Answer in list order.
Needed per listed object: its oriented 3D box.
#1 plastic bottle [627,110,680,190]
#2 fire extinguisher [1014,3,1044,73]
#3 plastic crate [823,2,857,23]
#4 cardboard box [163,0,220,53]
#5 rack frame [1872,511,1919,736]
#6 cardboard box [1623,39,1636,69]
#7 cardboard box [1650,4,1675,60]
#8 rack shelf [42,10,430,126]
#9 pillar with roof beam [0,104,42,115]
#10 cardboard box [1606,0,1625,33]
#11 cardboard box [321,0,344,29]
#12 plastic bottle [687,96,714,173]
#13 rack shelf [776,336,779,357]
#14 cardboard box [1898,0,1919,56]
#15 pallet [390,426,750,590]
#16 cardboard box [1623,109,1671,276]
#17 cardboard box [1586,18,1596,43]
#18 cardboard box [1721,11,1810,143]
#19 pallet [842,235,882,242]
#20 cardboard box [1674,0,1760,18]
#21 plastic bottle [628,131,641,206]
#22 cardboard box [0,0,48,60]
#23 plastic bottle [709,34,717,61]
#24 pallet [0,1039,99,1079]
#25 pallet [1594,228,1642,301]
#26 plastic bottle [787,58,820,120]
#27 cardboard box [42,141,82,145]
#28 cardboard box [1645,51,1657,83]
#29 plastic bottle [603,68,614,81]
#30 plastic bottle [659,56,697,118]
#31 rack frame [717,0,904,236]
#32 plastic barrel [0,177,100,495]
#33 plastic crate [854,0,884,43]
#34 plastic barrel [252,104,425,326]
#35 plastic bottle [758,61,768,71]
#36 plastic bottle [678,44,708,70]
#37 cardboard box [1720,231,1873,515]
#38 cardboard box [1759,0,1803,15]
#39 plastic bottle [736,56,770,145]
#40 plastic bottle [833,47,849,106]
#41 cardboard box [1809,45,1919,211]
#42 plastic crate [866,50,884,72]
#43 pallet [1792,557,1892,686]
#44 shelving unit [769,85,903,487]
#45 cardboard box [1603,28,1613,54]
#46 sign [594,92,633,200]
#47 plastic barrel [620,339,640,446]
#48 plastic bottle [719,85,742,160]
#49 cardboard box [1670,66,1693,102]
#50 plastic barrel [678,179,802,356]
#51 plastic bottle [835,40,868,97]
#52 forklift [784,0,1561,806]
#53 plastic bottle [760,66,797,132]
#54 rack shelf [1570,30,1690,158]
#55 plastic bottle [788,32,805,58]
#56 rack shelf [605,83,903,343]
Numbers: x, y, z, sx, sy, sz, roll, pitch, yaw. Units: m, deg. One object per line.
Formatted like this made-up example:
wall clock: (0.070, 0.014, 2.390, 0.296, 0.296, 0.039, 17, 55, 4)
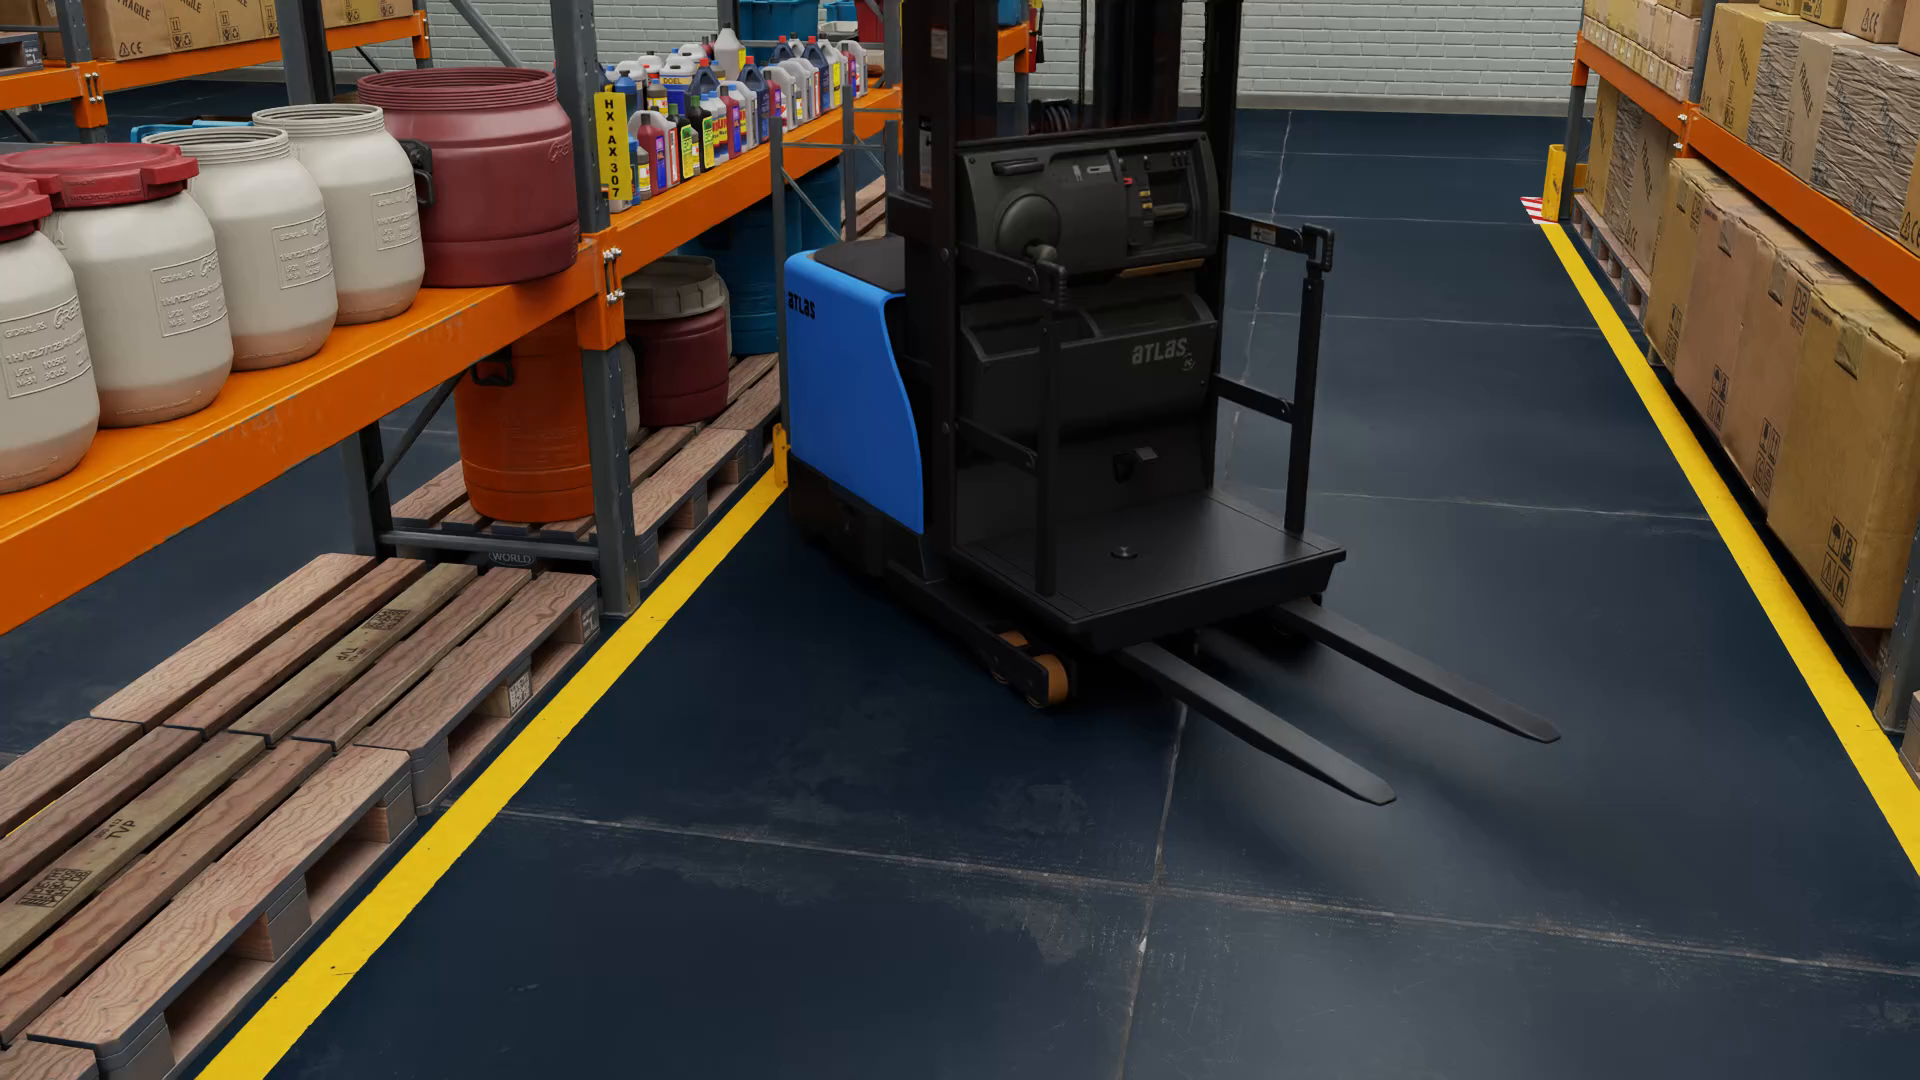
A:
plastic bottle: (-1.111, -1.423, 6.038, 0.152, 0.276, 0.135, 4, 22, 11)
fire extinguisher: (0.498, -3.915, 12.662, 0.296, 0.674, 0.183, 4, 22, 11)
plastic crate: (-0.681, -3.397, 10.917, 0.416, 0.233, 0.300, 4, 22, 11)
cardboard box: (-5.170, -3.419, 10.694, 0.500, 0.500, 0.500, 5, 22, 12)
rack frame: (3.238, -0.800, 4.325, 1.000, 3.000, 0.127, 4, 22, 11)
cardboard box: (4.111, -2.846, 9.741, 0.380, 0.149, 0.250, 5, 22, 12)
cardboard box: (3.991, -2.702, 8.851, 0.500, 0.250, 0.500, 5, 23, 13)
rack shelf: (-5.234, -3.417, 11.787, 1.077, 0.370, 4.000, 4, 22, 11)
pillar with roof beam: (-5.758, -8.367, 15.082, 9.100, 9.000, 0.400, 4, 22, 11)
cardboard box: (4.303, -3.265, 10.249, 0.500, 0.250, 0.500, 4, 22, 9)
cardboard box: (-4.861, -3.972, 12.068, 0.500, 0.500, 0.500, 5, 22, 11)
plastic bottle: (-0.992, -1.556, 6.359, 0.061, 0.283, 0.133, 4, 22, 11)
rack shelf: (-0.376, -0.924, 7.122, 0.538, 0.185, 1.000, 5, 22, 11)
cardboard box: (3.539, -1.816, 5.371, 0.797, 0.503, 0.637, 5, 22, 12)
pallet: (-1.490, -0.176, 6.507, 1.003, 0.211, 1.213, 4, 22, 11)
cardboard box: (4.451, -2.037, 9.677, 0.875, 0.875, 0.875, 4, 22, 11)
cardboard box: (4.424, -3.411, 11.144, 0.380, 0.149, 0.250, 4, 22, 10)
cardboard box: (3.614, -1.976, 7.112, 0.500, 0.500, 0.500, 4, 22, 11)
pallet: (-0.682, -1.619, 10.091, 1.003, 0.211, 1.213, 4, 22, 11)
cardboard box: (3.887, -2.868, 8.258, 0.500, 0.500, 0.500, 5, 22, 12)
plastic bottle: (-1.155, -1.292, 5.719, 0.097, 0.271, 0.097, 0, 22, 0)
cardboard box: (-5.792, -3.268, 10.320, 0.500, 0.500, 0.500, 5, 22, 12)
plastic bottle: (-1.287, -2.485, 8.665, 0.061, 0.283, 0.133, 4, 22, 11)
pallet: (-2.304, 1.288, 2.872, 1.003, 0.211, 1.213, 4, 22, 11)
pallet: (4.533, -1.689, 10.265, 1.003, 0.211, 1.213, 4, 22, 11)
plastic bottle: (-0.736, -2.096, 7.709, 0.152, 0.276, 0.135, 4, 22, 11)
cardboard box: (-5.804, -2.294, 10.792, 0.500, 0.500, 0.500, 4, 22, 11)
cardboard box: (3.953, -2.565, 9.044, 0.380, 0.149, 0.250, 5, 22, 12)
plastic bottle: (-1.568, -1.941, 7.331, 0.097, 0.271, 0.097, 0, 22, 0)
plastic bottle: (-1.302, -2.093, 7.700, 0.152, 0.276, 0.135, 4, 22, 11)
rack frame: (-0.794, -2.641, 8.895, 1.000, 3.000, 0.127, 4, 22, 11)
plastic barrel: (-1.867, -0.379, 3.098, 0.433, 0.535, 0.433, 0, 22, 0)
plastic crate: (-0.366, -3.006, 9.635, 0.402, 0.464, 0.583, 4, 22, 11)
plastic barrel: (-1.611, -0.837, 4.267, 0.421, 0.512, 0.421, 0, 22, 0)
plastic bottle: (-0.889, -2.048, 7.595, 0.097, 0.271, 0.097, 0, 22, 0)
plastic bottle: (-1.336, -2.309, 8.238, 0.152, 0.276, 0.135, 4, 22, 11)
cardboard box: (3.589, -0.586, 6.074, 1.225, 0.875, 0.875, 5, 22, 11)
cardboard box: (3.932, -2.541, 7.170, 0.797, 0.503, 0.637, 4, 22, 10)
plastic bottle: (-0.886, -1.854, 7.007, 0.144, 0.351, 0.185, 4, 22, 11)
plastic bottle: (-0.633, -2.281, 8.167, 0.152, 0.276, 0.135, 4, 22, 11)
cardboard box: (3.307, -1.418, 5.725, 0.500, 0.500, 0.500, 4, 22, 9)
plastic crate: (-0.559, -2.705, 9.329, 0.396, 0.136, 0.243, 4, 22, 11)
pallet: (3.473, 0.211, 5.548, 1.003, 0.211, 1.213, 4, 22, 11)
shelving unit: (-0.374, -1.094, 7.063, 0.587, 1.500, 1.083, 5, 22, 11)
cardboard box: (4.268, -3.129, 10.443, 0.380, 0.149, 0.250, 4, 22, 10)
sign: (-1.070, -1.214, 5.134, 0.100, 0.325, 0.005, 4, 22, 11)
plastic barrel: (-1.499, -0.612, 6.626, 0.421, 0.512, 0.421, 0, 22, 0)
plastic bottle: (-0.925, -1.676, 6.657, 0.061, 0.283, 0.133, 4, 22, 11)
cardboard box: (3.796, -2.283, 8.343, 0.380, 0.149, 0.250, 5, 22, 11)
plastic barrel: (-1.066, -1.405, 8.075, 0.600, 0.901, 0.708, 4, 22, 11)
plastic bottle: (-0.558, -2.414, 8.499, 0.152, 0.276, 0.135, 4, 22, 11)
forklift: (0.536, -1.044, 5.022, 1.130, 2.935, 3.031, -13, 25, -29)
plastic bottle: (-0.810, -1.962, 7.377, 0.152, 0.276, 0.135, 4, 22, 11)
rack shelf: (4.463, -2.661, 9.908, 1.077, 0.370, 4.000, 4, 22, 11)
plastic bottle: (-0.802, -2.268, 8.035, 0.144, 0.351, 0.185, 4, 22, 11)
rack shelf: (-1.202, -1.575, 7.213, 1.077, 0.370, 4.000, 4, 22, 11)
